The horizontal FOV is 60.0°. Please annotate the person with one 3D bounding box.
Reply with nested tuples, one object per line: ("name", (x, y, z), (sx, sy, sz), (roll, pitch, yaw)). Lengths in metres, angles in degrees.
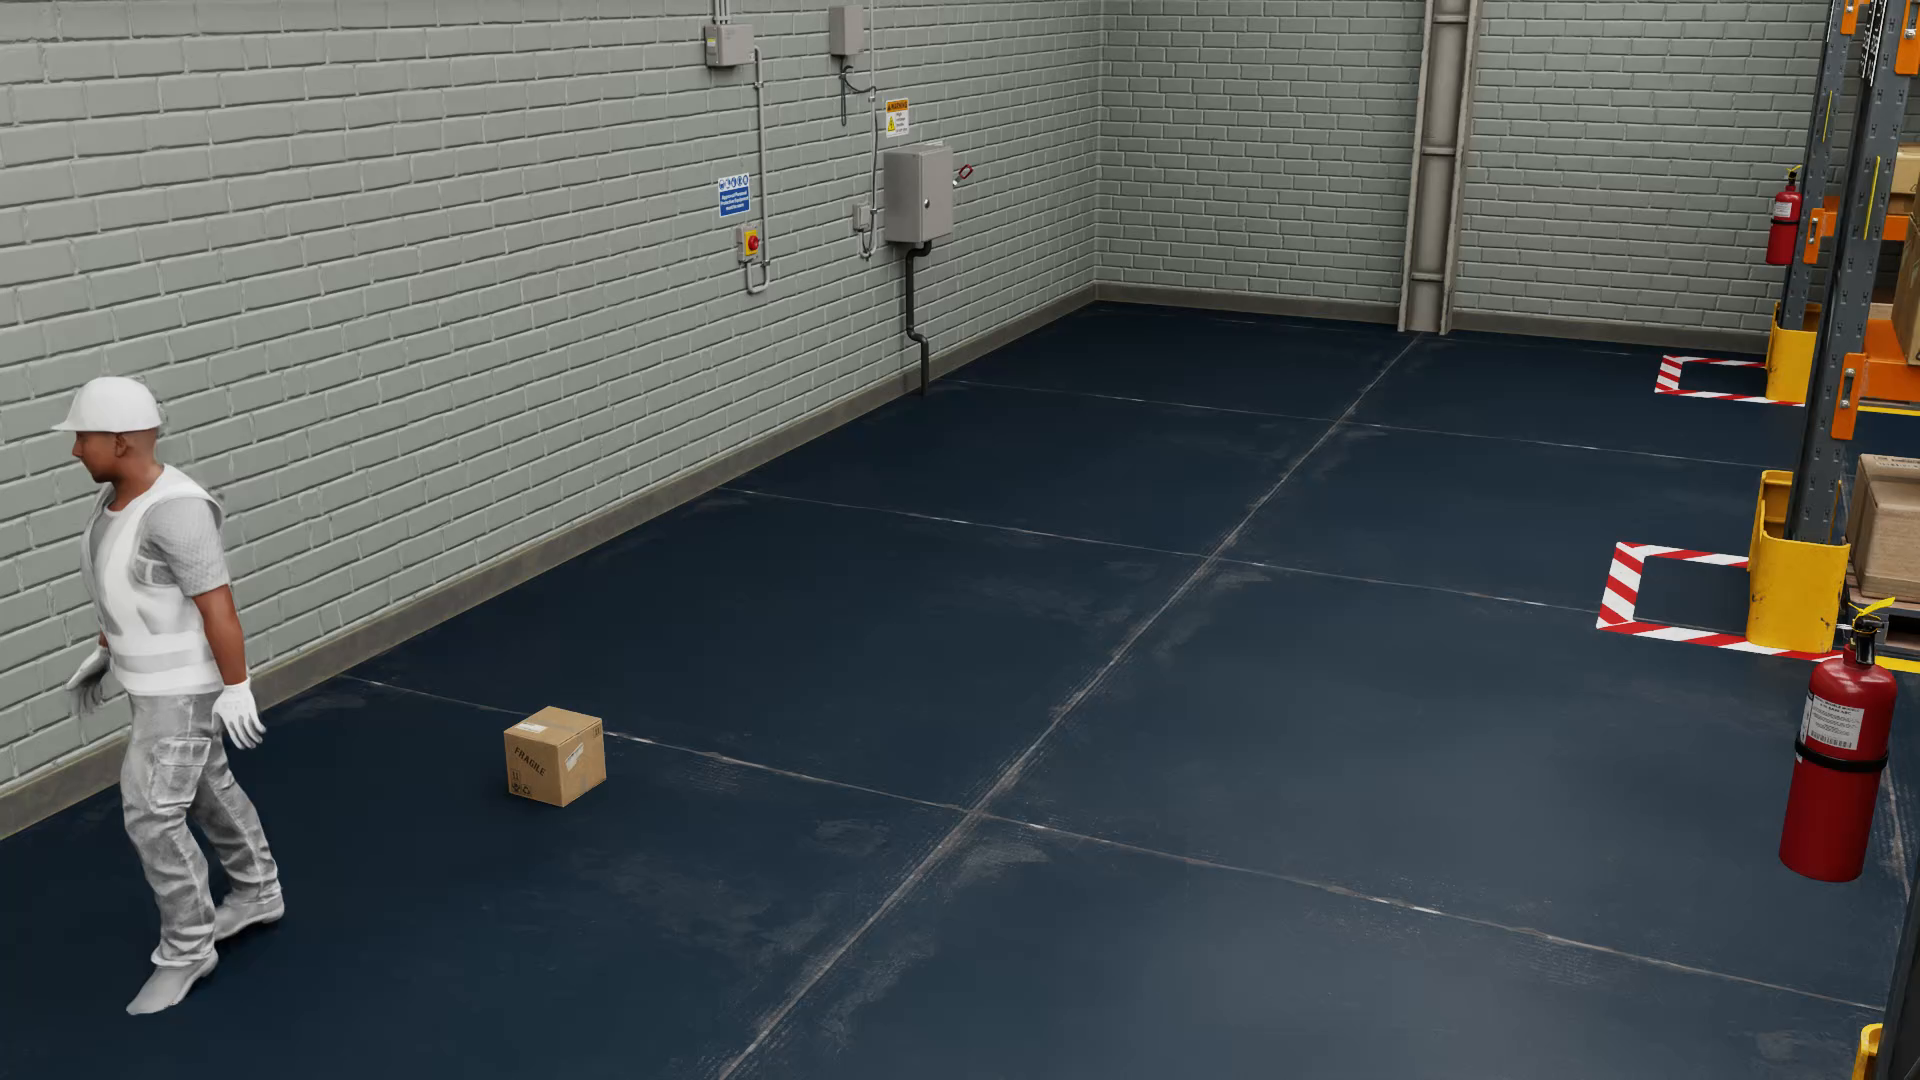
("person", (-2.298, 0.443, 4.773), (0.541, 1.850, 0.578), (-15, 24, -38))
